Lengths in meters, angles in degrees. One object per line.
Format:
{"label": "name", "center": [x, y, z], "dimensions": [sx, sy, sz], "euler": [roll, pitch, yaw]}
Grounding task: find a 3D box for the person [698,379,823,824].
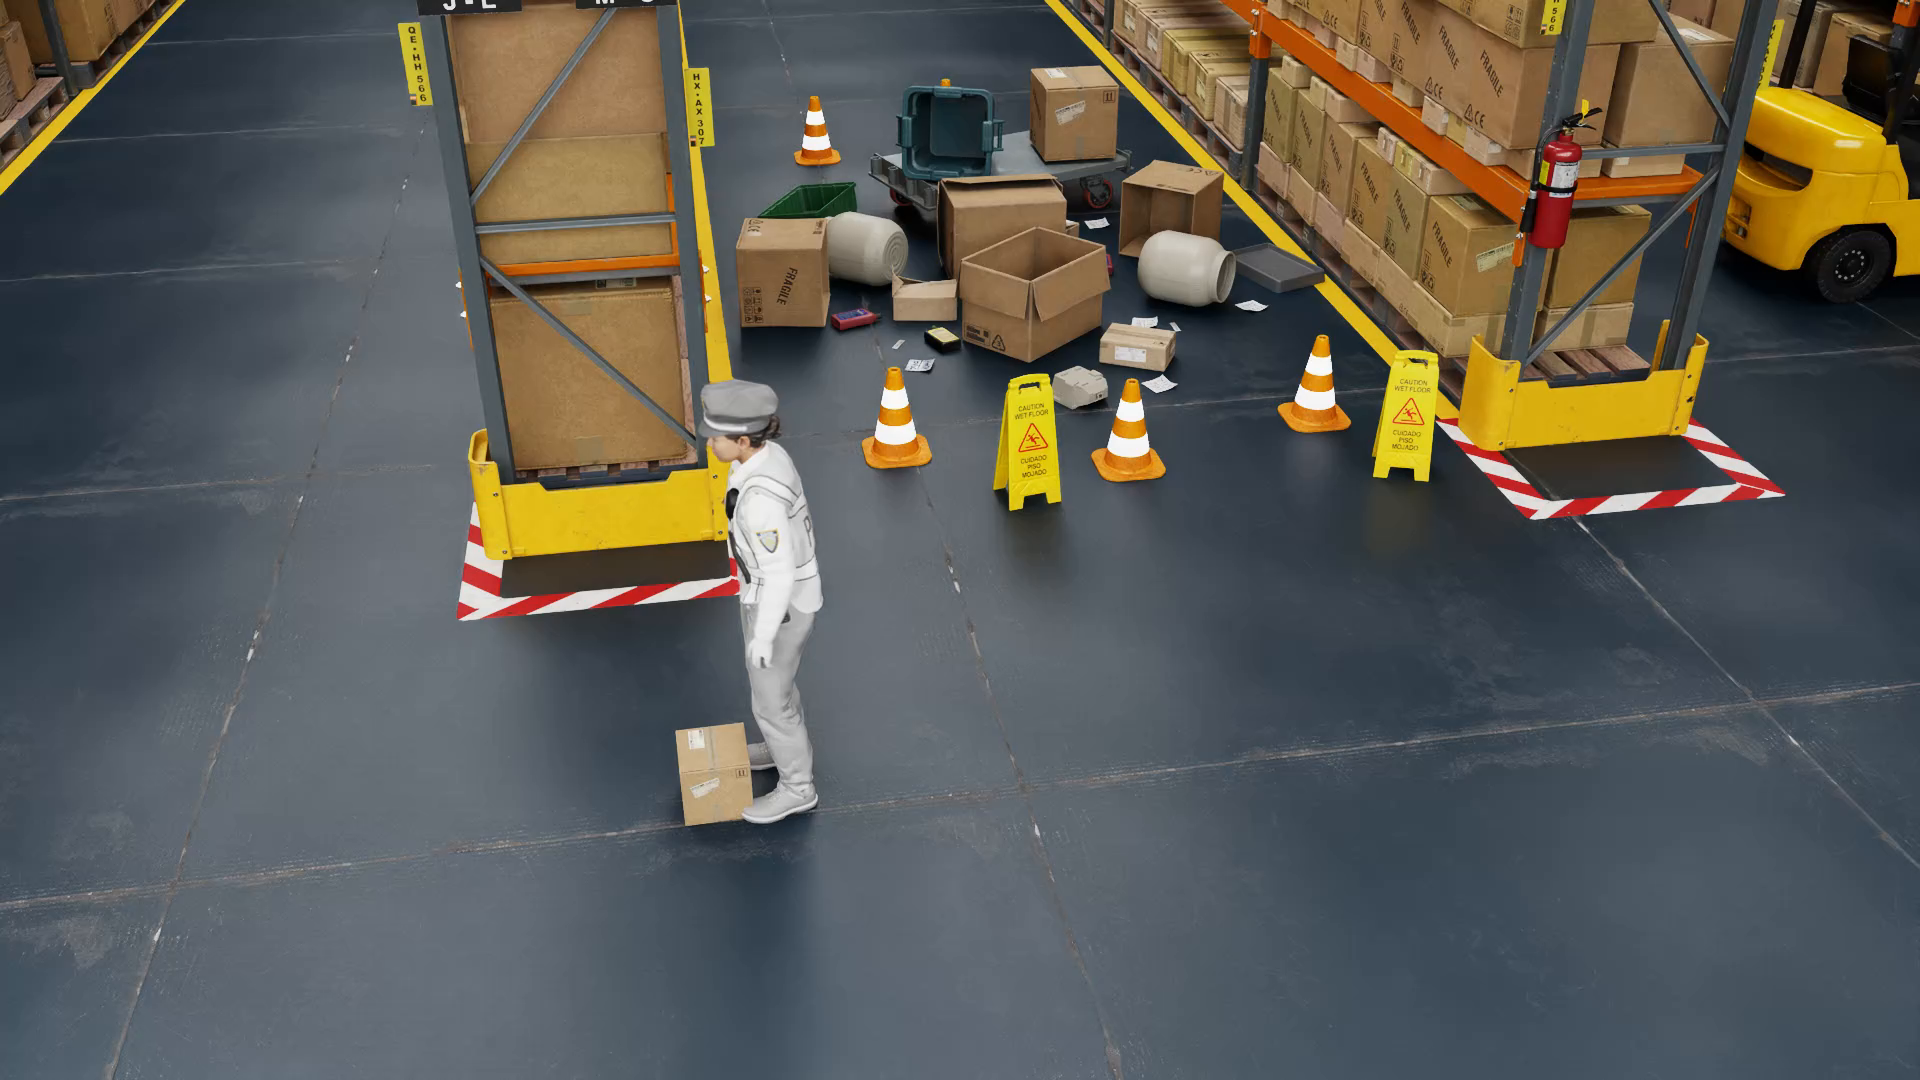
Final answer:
{"label": "person", "center": [-0.664, 0.220, 5.759], "dimensions": [0.372, 1.664, 0.528], "euler": [-5, 31, -9]}
